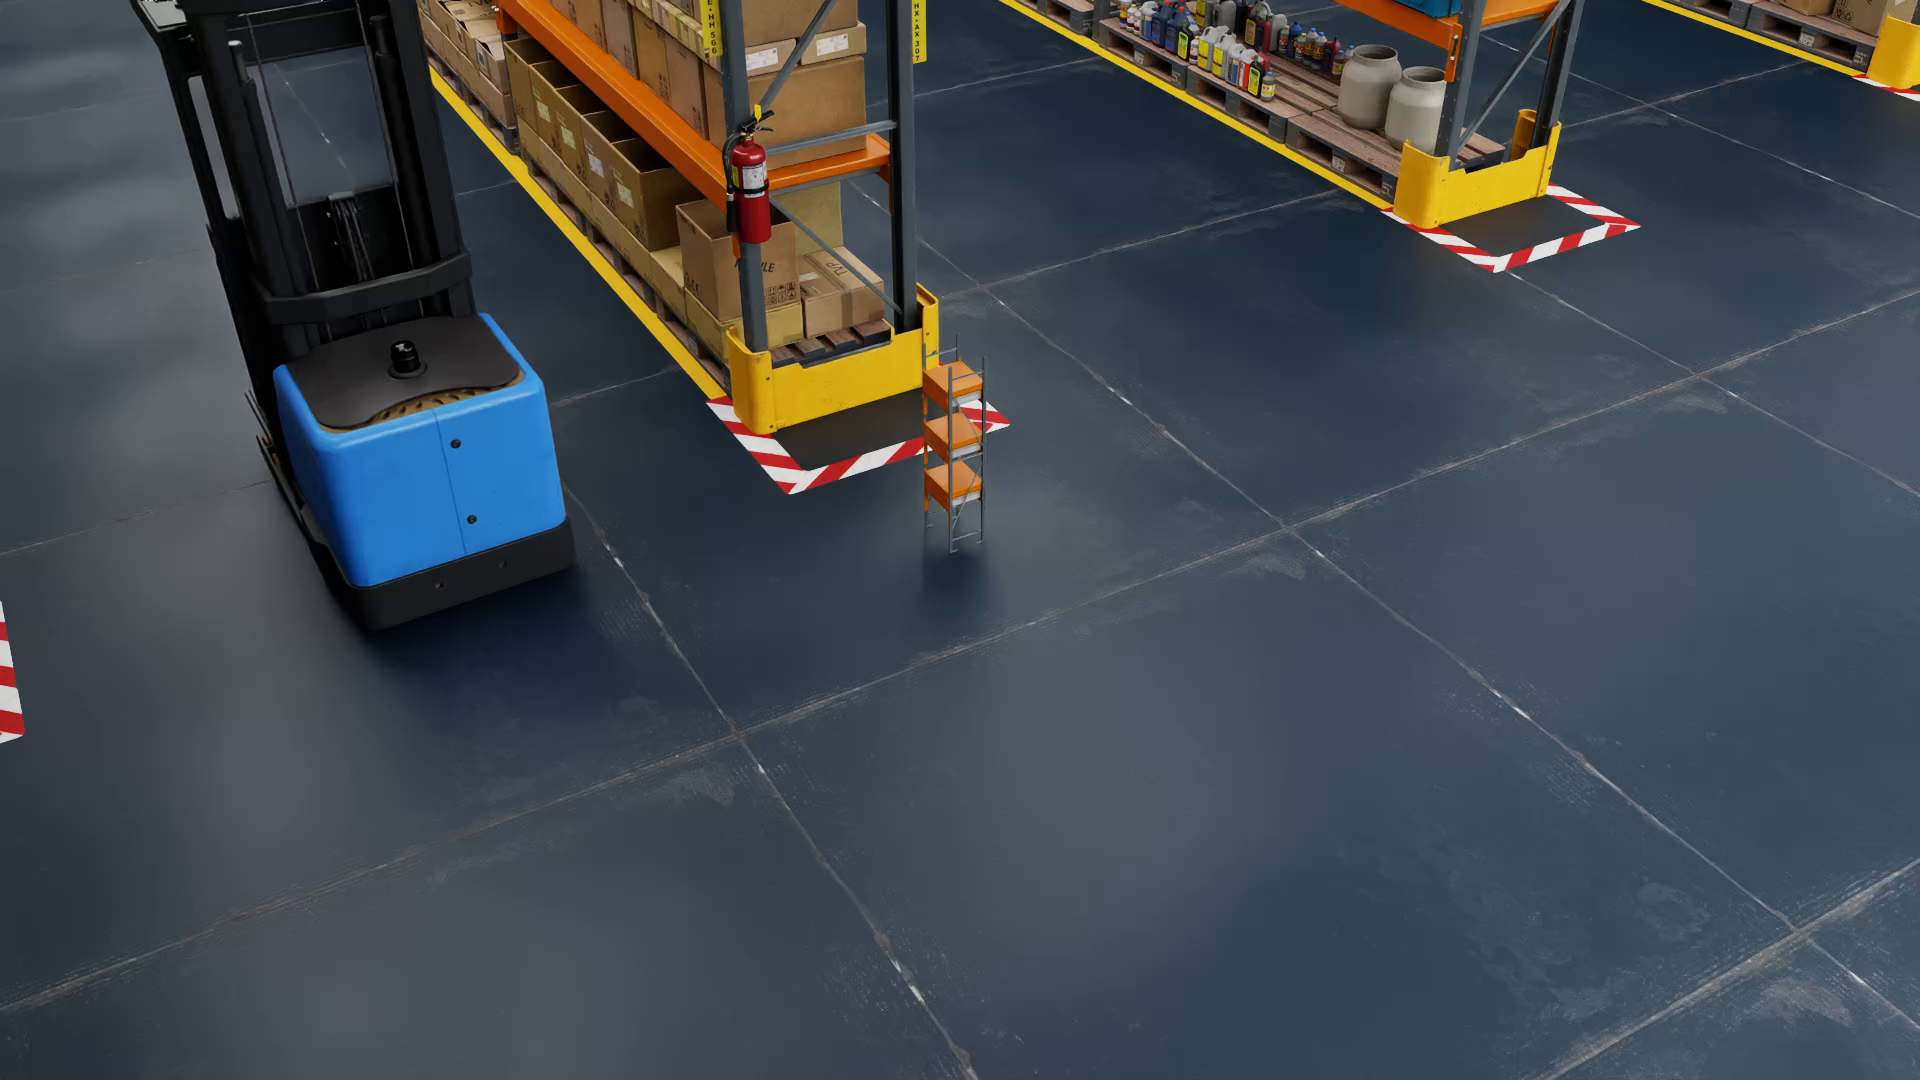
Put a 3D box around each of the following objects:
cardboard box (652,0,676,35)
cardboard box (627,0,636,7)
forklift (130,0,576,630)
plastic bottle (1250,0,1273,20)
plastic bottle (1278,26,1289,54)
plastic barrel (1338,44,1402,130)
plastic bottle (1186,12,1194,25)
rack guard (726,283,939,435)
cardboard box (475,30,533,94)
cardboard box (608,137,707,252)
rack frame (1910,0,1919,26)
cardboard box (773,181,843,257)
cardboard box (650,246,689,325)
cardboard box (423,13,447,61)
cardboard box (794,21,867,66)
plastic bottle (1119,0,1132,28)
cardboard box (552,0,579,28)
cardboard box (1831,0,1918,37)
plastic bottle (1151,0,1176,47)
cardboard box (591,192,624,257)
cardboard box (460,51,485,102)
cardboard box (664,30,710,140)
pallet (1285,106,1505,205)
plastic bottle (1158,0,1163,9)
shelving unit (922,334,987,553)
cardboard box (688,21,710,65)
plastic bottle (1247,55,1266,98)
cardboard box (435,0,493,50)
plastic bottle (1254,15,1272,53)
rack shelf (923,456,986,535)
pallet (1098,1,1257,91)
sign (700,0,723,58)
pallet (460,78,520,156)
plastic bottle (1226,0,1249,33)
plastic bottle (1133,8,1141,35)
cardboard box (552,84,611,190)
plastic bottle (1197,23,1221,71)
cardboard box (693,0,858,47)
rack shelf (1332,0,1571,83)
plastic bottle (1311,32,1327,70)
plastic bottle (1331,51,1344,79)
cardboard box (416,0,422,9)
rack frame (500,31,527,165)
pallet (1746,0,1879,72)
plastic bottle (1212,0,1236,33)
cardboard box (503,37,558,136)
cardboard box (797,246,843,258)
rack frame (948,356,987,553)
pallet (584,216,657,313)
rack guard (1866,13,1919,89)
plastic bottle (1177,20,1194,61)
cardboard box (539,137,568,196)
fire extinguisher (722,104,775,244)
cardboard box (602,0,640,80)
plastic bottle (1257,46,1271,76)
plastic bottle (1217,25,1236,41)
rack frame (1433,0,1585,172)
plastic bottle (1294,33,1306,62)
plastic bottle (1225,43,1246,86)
[{"bbox_3d":[-1.443,-2.874,9.008,0.380,0.149,0.250,-18,40,-23],"label":"cardboard box"},{"bbox_3d":[-1.709,-3.142,9.374,0.380,0.149,0.250,-18,40,-23],"label":"cardboard box"},{"bbox_3d":[-3.048,-1.613,7.974,1.130,2.935,3.031,-20,41,-25],"label":"forklift"},{"bbox_3d":[2.406,-4.149,13.261,0.144,0.351,0.185,-19,40,-24],"label":"plastic bottle"},{"bbox_3d":[2.567,-3.953,13.118,0.097,0.201,0.097,0,36,0],"label":"plastic bottle"},{"bbox_3d":[2.936,-3.241,11.897,0.421,0.512,0.421,0,36,0],"label":"plastic barrel"},{"bbox_3d":[1.799,-4.050,13.192,0.097,0.271,0.097,0,36,0],"label":"plastic bottle"},{"bbox_3d":[-0.688,-1.020,9.222,1.175,0.500,0.348,-19,40,-24],"label":"rack guard"},{"bbox_3d":[-3.161,-3.488,11.983,0.500,0.311,0.500,-19,40,-24],"label":"cardboard box"},{"bbox_3d":[-1.742,-2.094,9.914,0.500,0.500,0.500,-19,40,-24],"label":"cardboard box"},{"bbox_3d":[7.867,-4.975,12.518,1.000,3.000,0.127,-19,40,-24],"label":"rack frame"},{"bbox_3d":[-1.030,-1.997,9.781,0.500,0.500,0.500,-19,40,-24],"label":"cardboard box"},{"bbox_3d":[-1.487,-1.538,9.788,0.500,0.250,0.500,-19,40,-24],"label":"cardboard box"},{"bbox_3d":[-3.933,-4.045,13.220,0.500,0.250,0.500,-18,40,-23],"label":"cardboard box"},{"bbox_3d":[-0.711,-2.607,8.642,0.380,0.149,0.250,-19,40,-24],"label":"cardboard box"},{"bbox_3d":[1.356,-4.330,13.576,0.097,0.271,0.097,0,36,0],"label":"plastic bottle"},{"bbox_3d":[-2.211,-3.630,10.592,0.700,0.500,0.500,-19,40,-24],"label":"cardboard box"},{"bbox_3d":[7.567,-4.458,13.574,0.500,0.500,0.500,-12,38,-16],"label":"cardboard box"},{"bbox_3d":[1.621,-4.120,13.221,0.144,0.351,0.185,-18,40,-23],"label":"plastic bottle"},{"bbox_3d":[-1.989,-2.048,10.486,0.500,0.250,0.500,-19,40,-24],"label":"cardboard box"},{"bbox_3d":[-3.422,-3.524,12.507,0.500,0.250,0.500,-20,40,-25],"label":"cardboard box"},{"bbox_3d":[-1.192,-2.590,9.168,0.700,0.500,0.500,-18,40,-23],"label":"cardboard box"},{"bbox_3d":[3.102,-2.822,11.934,1.003,0.211,1.213,-19,40,-24],"label":"pallet"},{"bbox_3d":[1.634,-4.210,13.402,0.061,0.283,0.133,-19,40,-24],"label":"plastic bottle"},{"bbox_3d":[-0.027,-0.451,7.978,0.215,1.050,0.252,-19,40,-24],"label":"shelving unit"},{"bbox_3d":[-1.190,-2.615,8.652,0.380,0.149,0.250,-18,40,-23],"label":"cardboard box"},{"bbox_3d":[2.208,-3.449,12.359,0.061,0.283,0.133,-18,40,-23],"label":"plastic bottle"},{"bbox_3d":[-3.677,-4.007,12.693,0.500,0.311,0.500,-19,40,-24],"label":"cardboard box"},{"bbox_3d":[2.393,-4.006,13.122,0.061,0.283,0.133,-19,40,-24],"label":"plastic bottle"},{"bbox_3d":[-0.027,-0.218,8.148,0.215,0.259,0.240,-19,40,-24],"label":"rack shelf"},{"bbox_3d":[1.876,-4.066,13.638,1.003,0.211,1.213,-19,40,-24],"label":"pallet"},{"bbox_3d":[-1.177,-2.451,7.880,0.100,0.325,0.005,-19,40,-24],"label":"sign"},{"bbox_3d":[-3.114,-3.319,12.616,1.003,0.211,1.213,-19,40,-24],"label":"pallet"},{"bbox_3d":[2.244,-4.314,13.486,0.144,0.351,0.185,-21,41,-26],"label":"plastic bottle"},{"bbox_3d":[1.458,-4.198,13.455,0.097,0.201,0.097,0,36,0],"label":"plastic bottle"},{"bbox_3d":[-2.245,-2.604,10.611,0.500,0.500,0.500,-19,40,-24],"label":"cardboard box"},{"bbox_3d":[1.930,-3.807,12.792,0.144,0.351,0.185,-19,40,-24],"label":"plastic bottle"},{"bbox_3d":[-0.951,-2.874,8.458,0.700,0.500,0.500,-19,40,-24],"label":"cardboard box"},{"bbox_3d":[2.579,-4.237,12.117,1.077,0.370,4.000,-19,40,-24],"label":"rack shelf"},{"bbox_3d":[2.771,-3.775,12.815,0.097,0.271,0.097,0,36,0],"label":"plastic bottle"},{"bbox_3d":[2.891,-3.624,12.669,0.097,0.201,0.097,0,36,0],"label":"plastic bottle"},{"bbox_3d":[-4.185,-4.526,13.404,0.500,0.311,0.500,-20,41,-25],"label":"cardboard box"},{"bbox_3d":[-2.710,-4.081,11.295,1.000,3.000,0.127,-19,40,-24],"label":"rack frame"},{"bbox_3d":[7.451,-4.312,13.975,1.003,0.211,1.213,-19,40,-24],"label":"pallet"},{"bbox_3d":[2.128,-4.227,13.431,0.152,0.276,0.135,-19,40,-24],"label":"plastic bottle"},{"bbox_3d":[-2.748,-3.114,11.310,0.500,0.500,0.500,-19,40,-24],"label":"cardboard box"},{"bbox_3d":[-1.032,-1.694,10.001,0.500,0.250,0.500,-19,40,-24],"label":"cardboard box"},{"bbox_3d":[0.034,-0.389,7.893,0.200,1.050,0.008,-19,40,-24],"label":"rack frame"},{"bbox_3d":[-1.730,-1.914,10.692,1.003,0.211,1.213,-19,40,-24],"label":"pallet"},{"bbox_3d":[7.829,-4.004,13.308,1.175,0.500,0.348,-19,40,-24],"label":"rack guard"},{"bbox_3d":[1.763,-3.900,12.977,0.061,0.283,0.133,-17,39,-22],"label":"plastic bottle"},{"bbox_3d":[-2.492,-2.557,11.184,0.500,0.250,0.500,-19,40,-24],"label":"cardboard box"},{"bbox_3d":[-1.043,-1.812,8.253,0.296,0.674,0.183,-19,40,-24],"label":"fire extinguisher"},{"bbox_3d":[-1.704,-3.112,9.883,0.700,0.500,0.500,-18,40,-23],"label":"cardboard box"},{"bbox_3d":[2.271,-3.563,12.515,0.061,0.283,0.133,-19,40,-24],"label":"plastic bottle"},{"bbox_3d":[2.045,-3.834,12.892,0.152,0.276,0.135,-19,40,-24],"label":"plastic bottle"},{"bbox_3d":[3.584,-3.507,10.509,1.000,3.000,0.127,-19,40,-24],"label":"rack frame"},{"bbox_3d":[2.671,-3.848,12.975,0.097,0.201,0.097,0,36,0],"label":"plastic bottle"},{"bbox_3d":[2.110,-3.599,12.571,0.152,0.276,0.135,-20,41,-25],"label":"plastic bottle"}]
